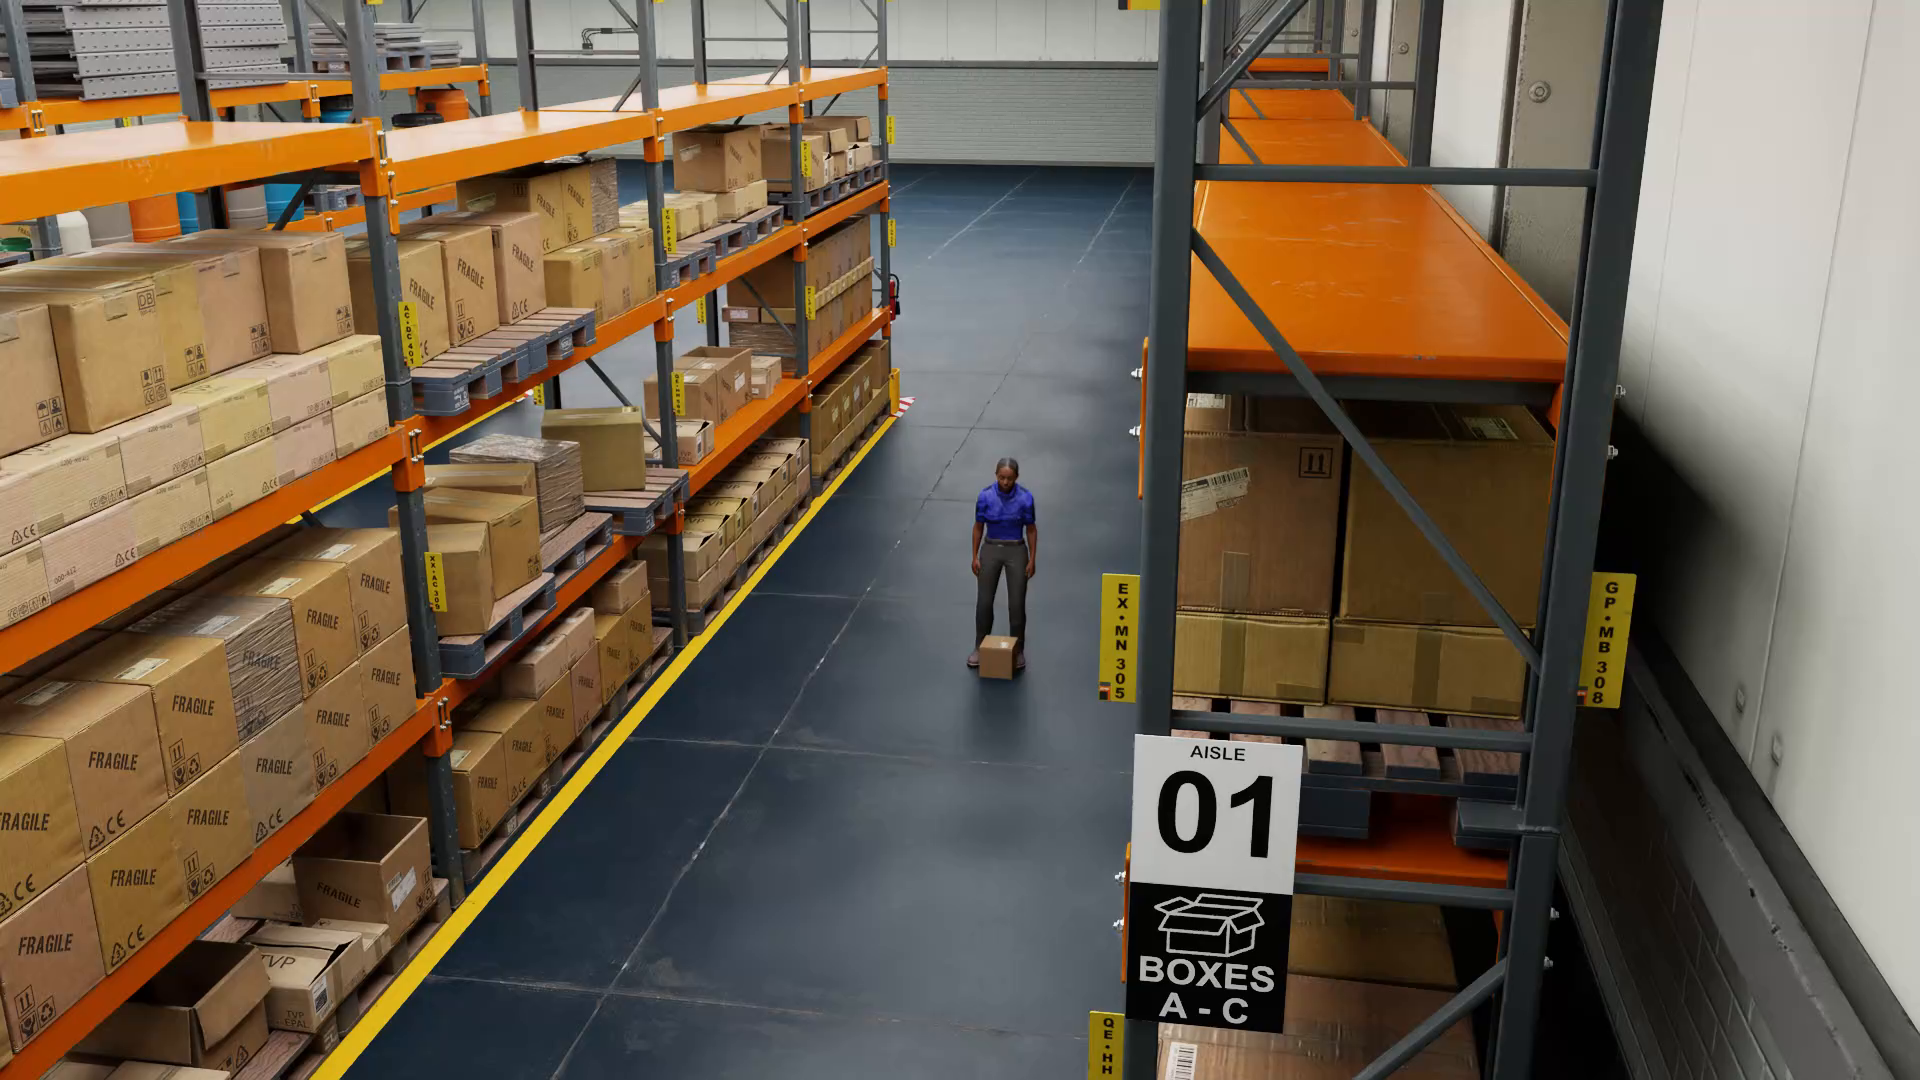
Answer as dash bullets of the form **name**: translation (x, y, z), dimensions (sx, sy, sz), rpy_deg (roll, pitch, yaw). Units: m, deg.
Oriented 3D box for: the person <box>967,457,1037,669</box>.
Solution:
- **person**: translation (0.322, 0.150, 12.605), dimensions (0.519, 1.653, 0.349), rpy_deg (2, 18, 6)
